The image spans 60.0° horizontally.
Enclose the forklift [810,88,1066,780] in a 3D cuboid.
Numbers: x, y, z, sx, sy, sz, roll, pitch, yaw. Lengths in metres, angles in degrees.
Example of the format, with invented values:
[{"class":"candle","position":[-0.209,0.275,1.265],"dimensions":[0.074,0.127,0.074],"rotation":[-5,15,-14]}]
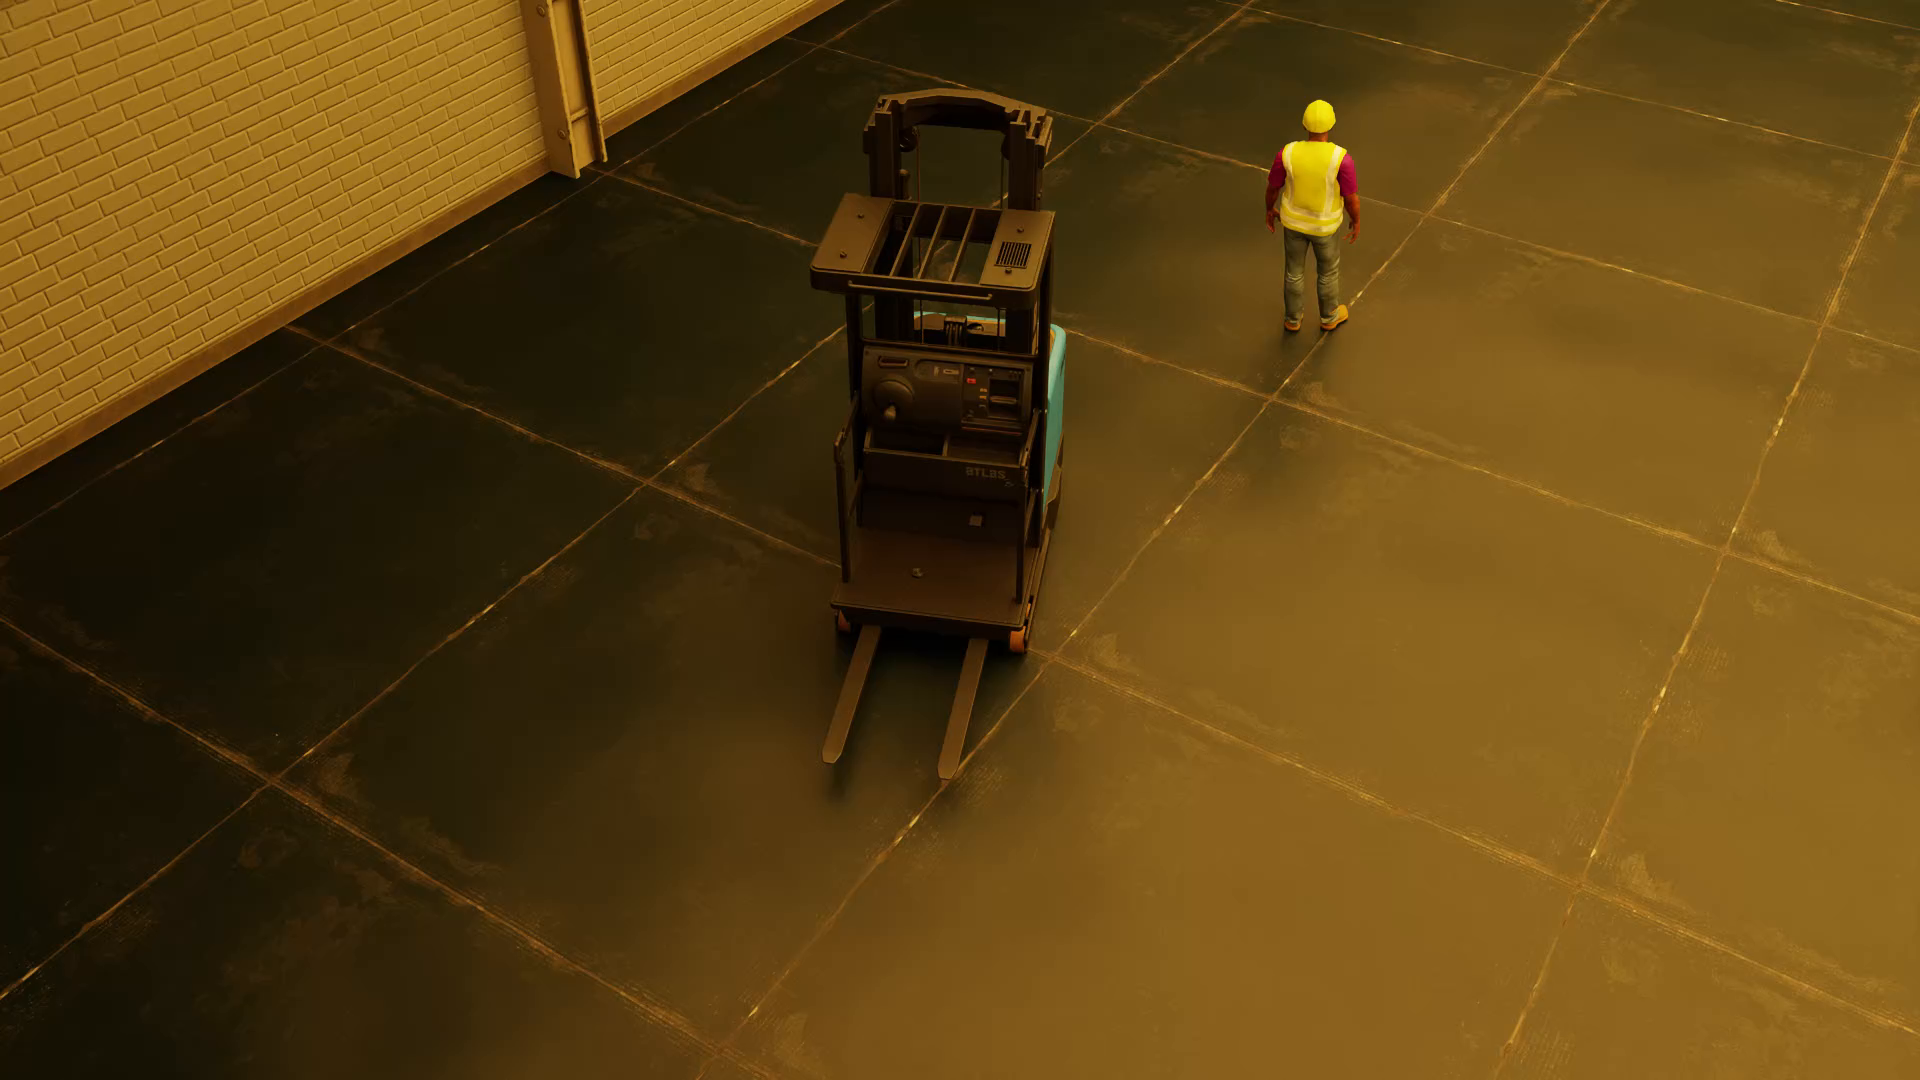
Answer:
[{"class":"forklift","position":[-0.108,-0.731,8.830],"dimensions":[1.130,2.935,3.031],"rotation":[7,41,8]}]

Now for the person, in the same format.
[{"class":"person","position":[2.453,-2.251,11.513],"dimensions":[0.665,1.765,0.576],"rotation":[16,43,18]}]
